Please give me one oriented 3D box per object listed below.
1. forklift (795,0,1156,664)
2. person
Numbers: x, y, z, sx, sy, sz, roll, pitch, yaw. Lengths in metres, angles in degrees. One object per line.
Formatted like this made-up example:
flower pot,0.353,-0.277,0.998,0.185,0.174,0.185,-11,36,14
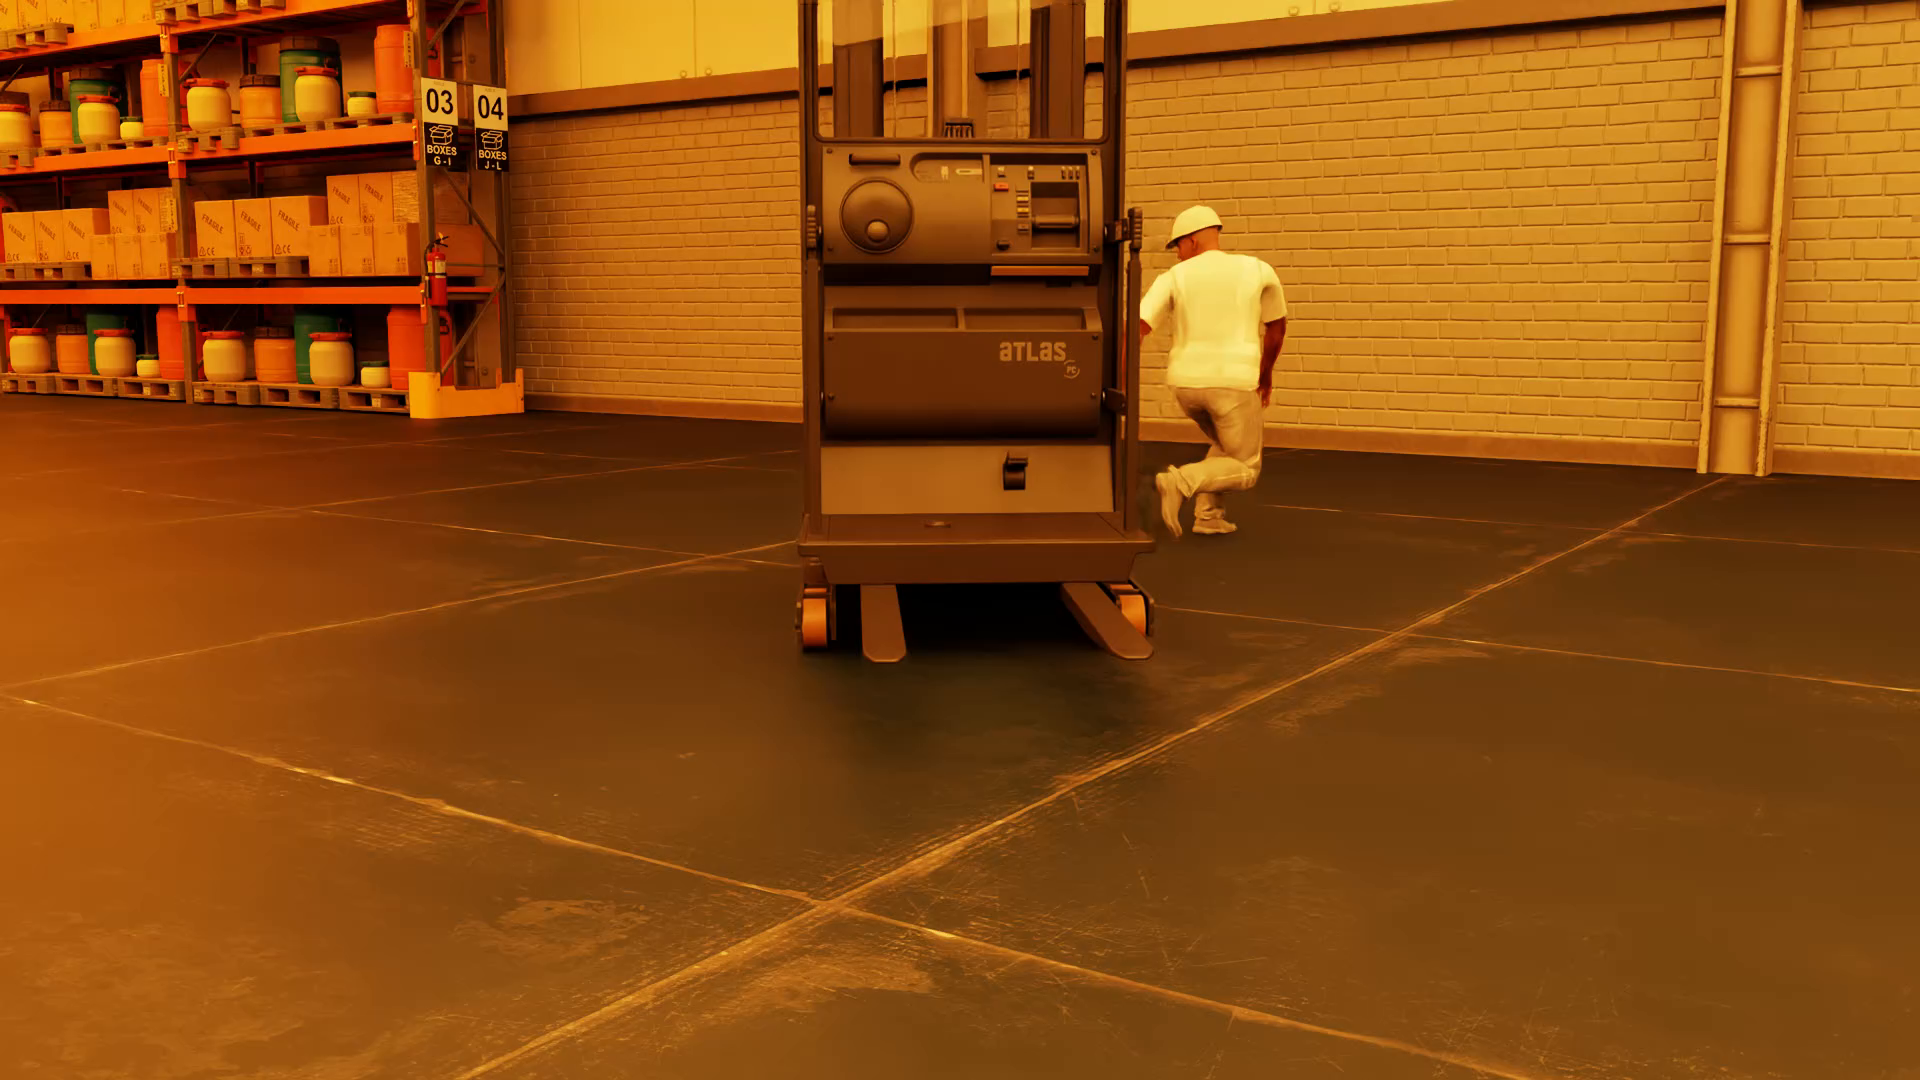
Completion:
forklift,0.026,-1.156,5.322,1.130,2.935,3.031,-1,8,-4
person,1.097,-0.771,7.701,0.680,1.542,0.833,5,10,32
